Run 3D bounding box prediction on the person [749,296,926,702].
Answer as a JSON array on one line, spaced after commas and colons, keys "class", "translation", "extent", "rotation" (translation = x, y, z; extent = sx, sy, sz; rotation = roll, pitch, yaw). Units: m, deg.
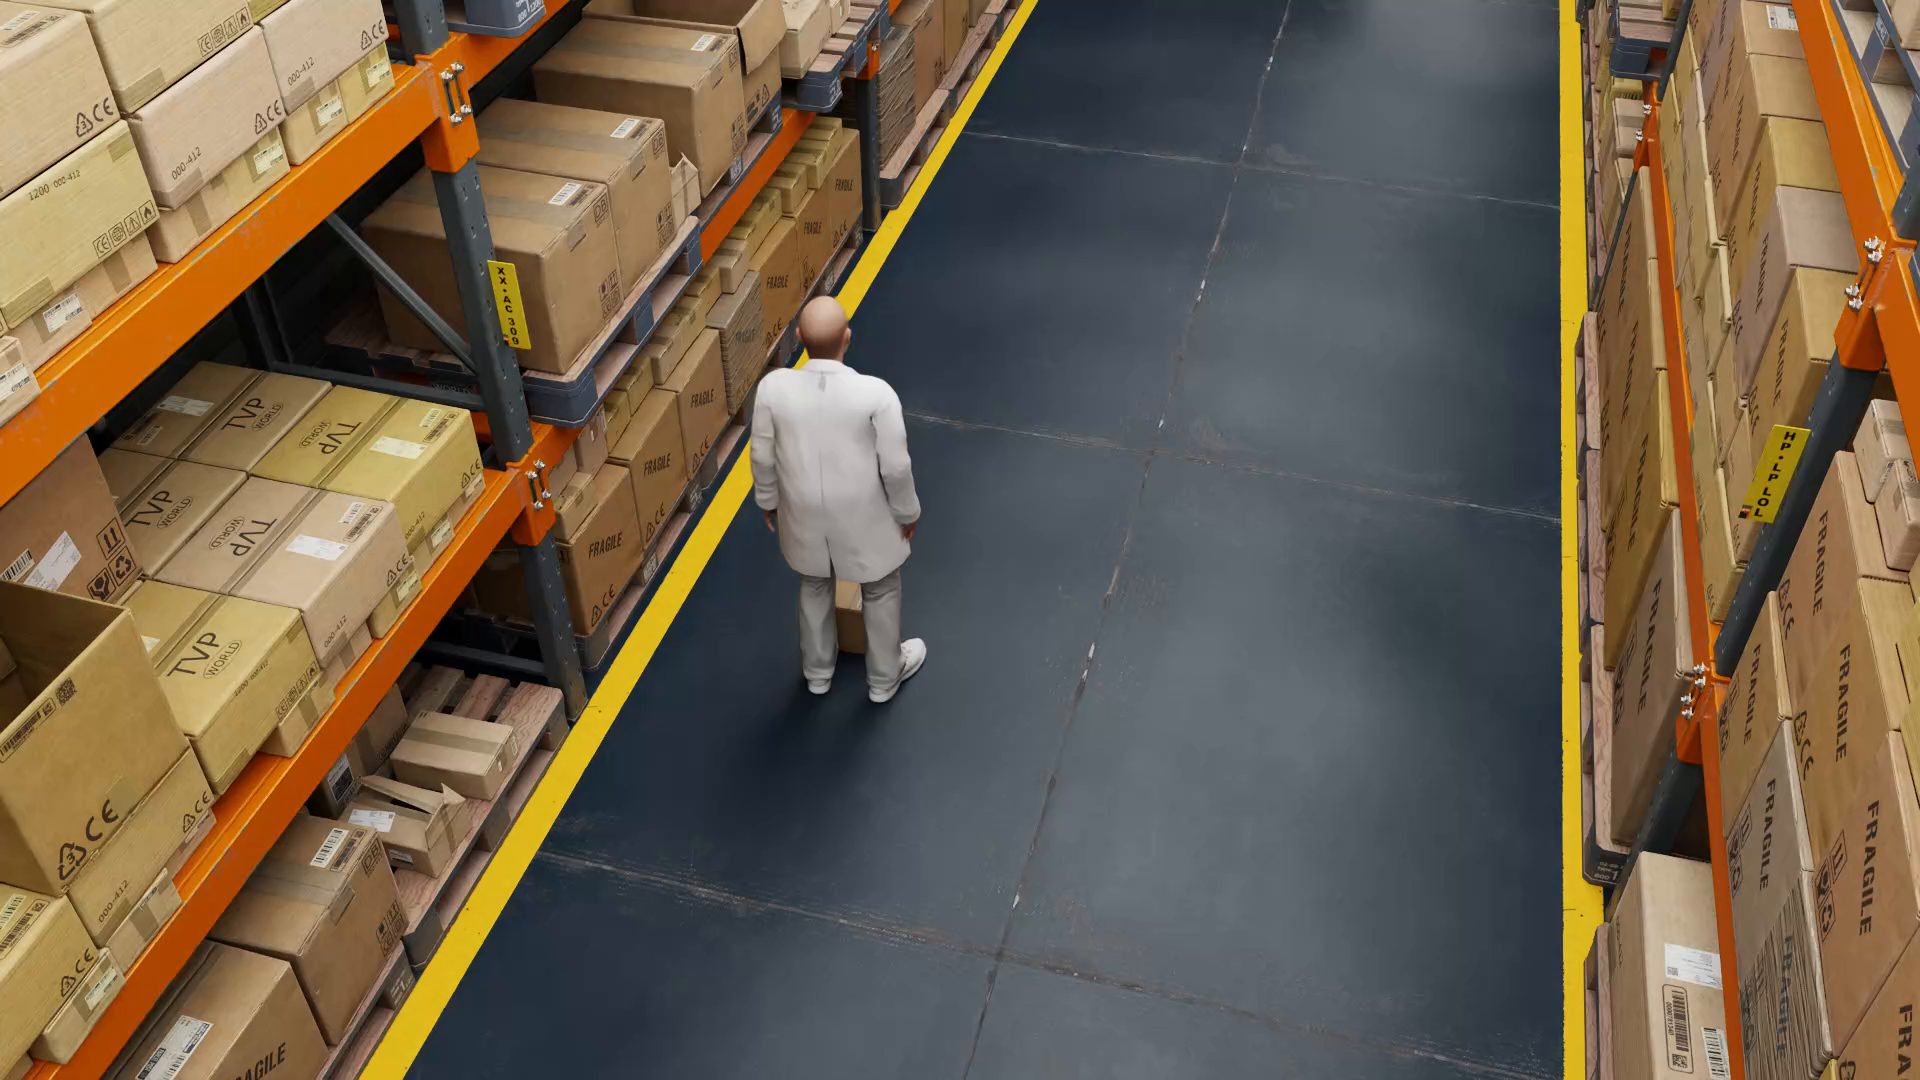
[{"class": "person", "translation": [-0.463, -0.123, 6.315], "extent": [0.642, 1.772, 0.432], "rotation": [7, 41, 8]}]
